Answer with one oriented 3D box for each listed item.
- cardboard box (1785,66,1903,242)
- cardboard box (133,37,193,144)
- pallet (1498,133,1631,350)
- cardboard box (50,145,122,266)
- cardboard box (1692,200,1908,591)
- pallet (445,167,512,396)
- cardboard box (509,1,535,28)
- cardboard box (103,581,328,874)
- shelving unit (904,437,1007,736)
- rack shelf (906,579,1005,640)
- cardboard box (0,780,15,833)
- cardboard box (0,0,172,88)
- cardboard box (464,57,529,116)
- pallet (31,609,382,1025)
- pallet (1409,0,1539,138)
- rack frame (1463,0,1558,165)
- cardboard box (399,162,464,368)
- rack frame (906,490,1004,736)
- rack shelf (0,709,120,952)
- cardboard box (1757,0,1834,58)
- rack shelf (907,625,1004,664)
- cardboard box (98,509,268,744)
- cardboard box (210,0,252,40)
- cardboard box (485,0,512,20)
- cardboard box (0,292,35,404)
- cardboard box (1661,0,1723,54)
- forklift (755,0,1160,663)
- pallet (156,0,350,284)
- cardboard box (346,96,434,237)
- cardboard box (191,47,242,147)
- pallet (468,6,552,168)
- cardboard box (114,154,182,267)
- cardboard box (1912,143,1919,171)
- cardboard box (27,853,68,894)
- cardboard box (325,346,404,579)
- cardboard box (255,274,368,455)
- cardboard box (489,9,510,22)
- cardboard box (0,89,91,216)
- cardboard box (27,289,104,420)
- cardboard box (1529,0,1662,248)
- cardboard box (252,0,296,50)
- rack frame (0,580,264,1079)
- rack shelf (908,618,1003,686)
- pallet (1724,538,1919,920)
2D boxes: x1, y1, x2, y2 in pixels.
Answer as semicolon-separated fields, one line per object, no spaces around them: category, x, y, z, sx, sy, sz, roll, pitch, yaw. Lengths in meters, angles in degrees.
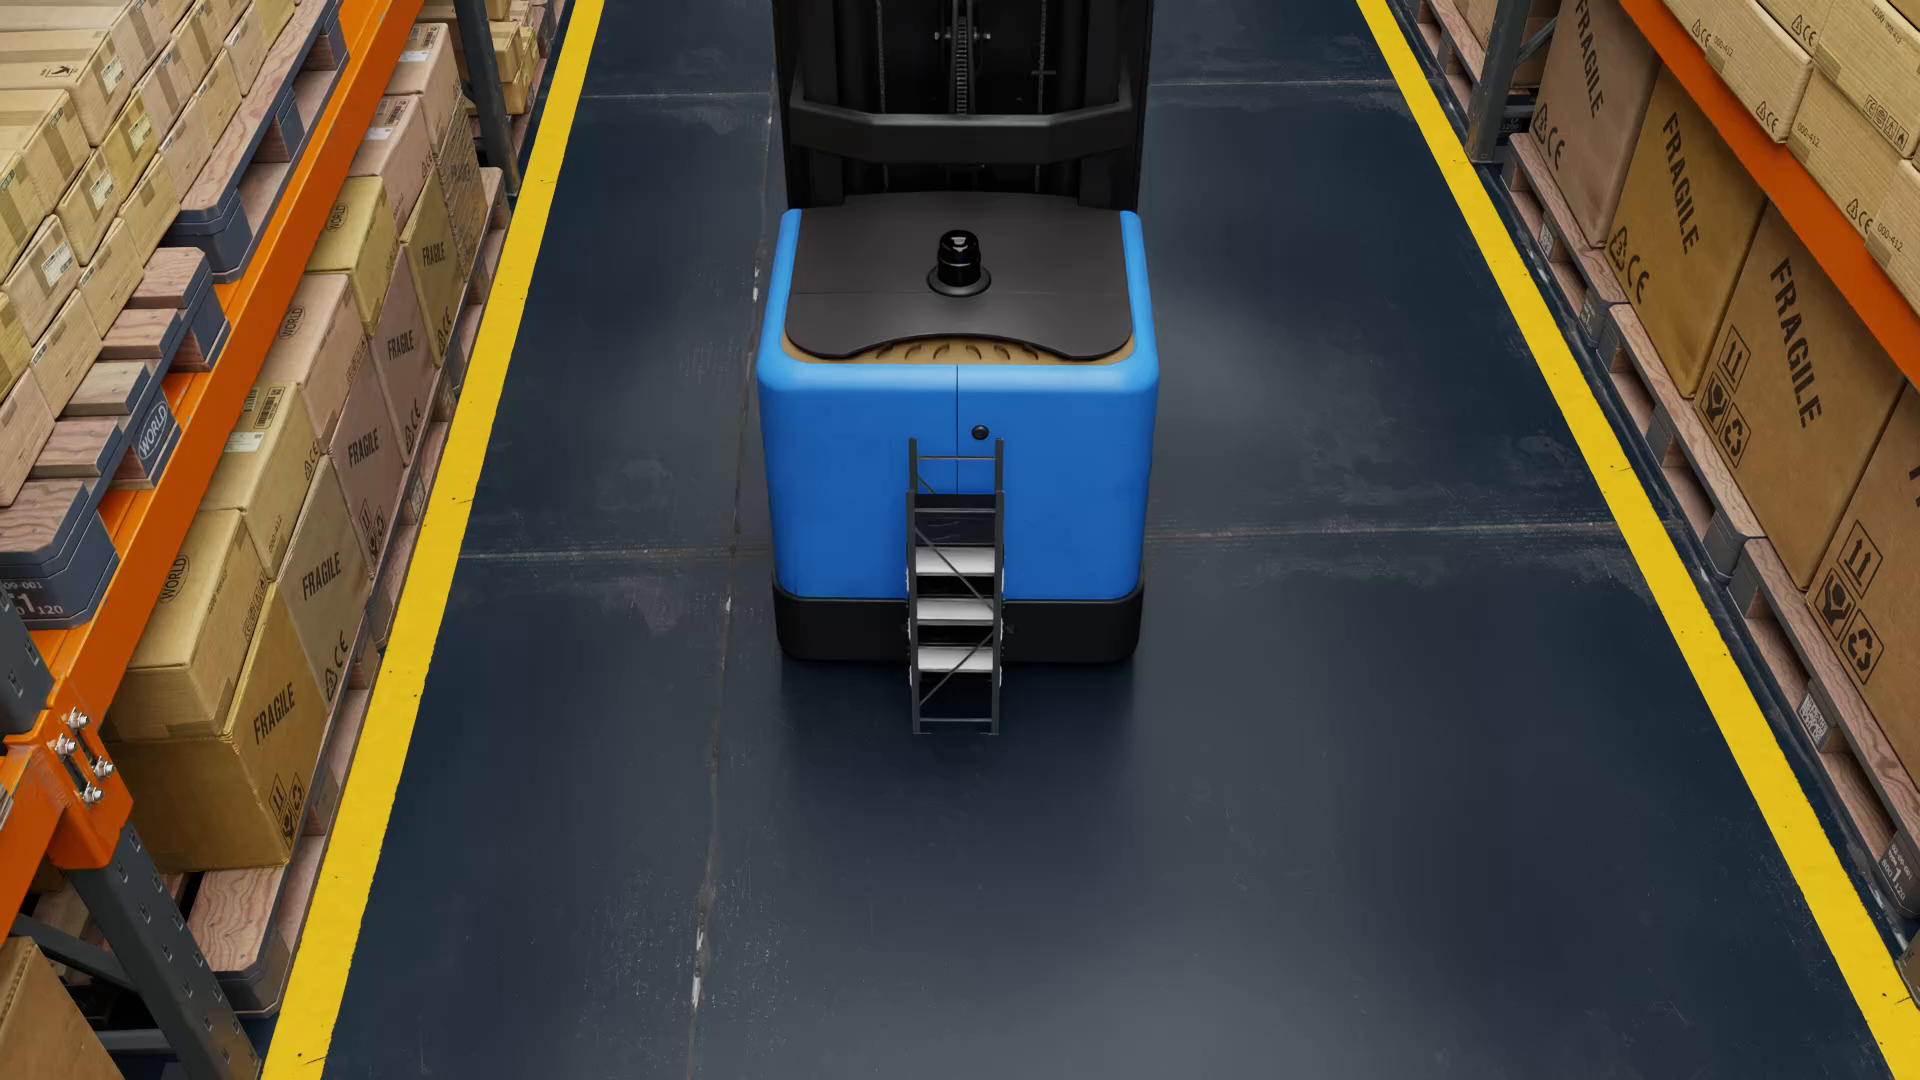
cardboard box;2.483;-0.994;4.225;0.500;0.250;0.500;-2;43;-2
cardboard box;-2.003;-1.026;3.804;0.380;0.149;0.250;-2;43;-2
pallet;2.745;-1.184;6.386;1.003;0.211;1.213;-2;43;-2
cardboard box;-1.983;-0.687;3.435;0.380;0.149;0.250;-3;43;-3
cardboard box;2.827;-0.473;4.808;0.875;0.875;0.875;-1;43;-1
pallet;-2.270;-0.967;6.149;1.003;0.211;1.213;-2;43;-2
cardboard box;-2.073;-2.225;7.257;0.380;0.149;0.250;-2;43;-2
cardboard box;-1.910;0.462;4.065;0.500;0.500;0.500;-3;43;-4
shelving unit;-0.011;0.145;4.426;0.258;0.900;0.210;0;43;1
rack shelf;-0.011;0.169;4.449;0.258;0.077;0.200;0;43;1
cardboard box;-1.847;0.439;2.477;0.500;0.500;0.500;-2;43;-2
cardboard box;-2.005;-1.128;3.695;0.380;0.149;0.250;0;43;0
cardboard box;-1.999;-1.879;6.879;0.380;0.149;0.250;-3;43;-4
pallet;-2.166;0.680;4.352;1.003;0.211;1.213;-2;43;-2
pallet;2.683;-2.218;7.514;1.003;0.211;1.213;-2;43;-2
rack frame;2.637;-2.731;6.009;1.000;3.000;0.127;-2;43;-2
cardboard box;-2.000;-0.915;5.567;0.500;0.500;0.500;-3;43;-3
rack frame;-0.012;0.213;4.351;0.240;0.900;0.006;0;43;1
rack shelf;-2.049;1.795;1.604;1.077;0.370;4.000;-2;43;-2
cardboard box;2.443;-1.521;4.430;0.500;0.250;0.500;-3;43;-3
rack shelf;-0.011;0.235;4.510;0.258;0.077;0.200;0;43;1
cardboard box;-1.922;0.198;3.799;0.500;0.250;0.500;-3;43;-4
cardboard box;-2.026;-1.375;4.186;0.380;0.149;0.250;0;43;0
cardboard box;-2.064;-2.270;6.865;0.380;0.149;0.250;0;43;0
cardboard box;-1.954;-0.324;3.038;0.380;0.149;0.250;0;43;0
cardboard box;2.421;-1.675;4.969;0.500;0.250;0.500;-2;43;-2
forklift;0.011;-1.703;4.938;1.130;2.935;3.031;0;43;1
pallet;-2.259;-1.085;4.355;1.003;0.211;1.213;-2;43;-2
cardboard box;-2.012;-1.187;5.310;0.500;0.250;0.500;0;43;0
cardboard box;-2.010;-1.085;4.089;0.380;0.149;0.250;-1;43;-1
pallet;-2.368;-1.945;7.216;1.003;0.211;1.213;-2;43;-2
cardboard box;-1.988;-0.736;3.708;0.380;0.149;0.250;0;43;0
cardboard box;2.507;-0.825;3.671;0.500;0.250;0.500;-3;43;-3
cardboard box;-2.424;0.510;4.013;0.500;0.500;0.500;-2;43;-2
cardboard box;-1.961;-0.224;4.814;0.500;0.500;0.500;-3;43;-3
cardboard box;-1.952;-0.479;4.537;0.500;0.250;0.500;-1;43;-1
cardboard box;-2.100;-2.156;6.961;0.380;0.149;0.250;-1;43;-1
cardboard box;-1.981;-0.766;3.301;0.380;0.149;0.250;-2;43;-2
cardboard box;-1.963;-0.371;3.310;0.380;0.149;0.250;0;43;0
cardboard box;2.743;-1.686;6.131;0.875;0.875;0.875;0;43;0
cardboard box;-2.031;-1.441;4.477;0.380;0.149;0.250;0;43;0
rack frame;-2.134;0.180;2.834;1.000;3.000;0.127;-2;43;-2
rack shelf;-0.011;0.302;4.570;0.258;0.077;0.200;0;43;1
pallet;2.849;0.463;4.588;1.003;0.211;1.213;-2;43;-2
